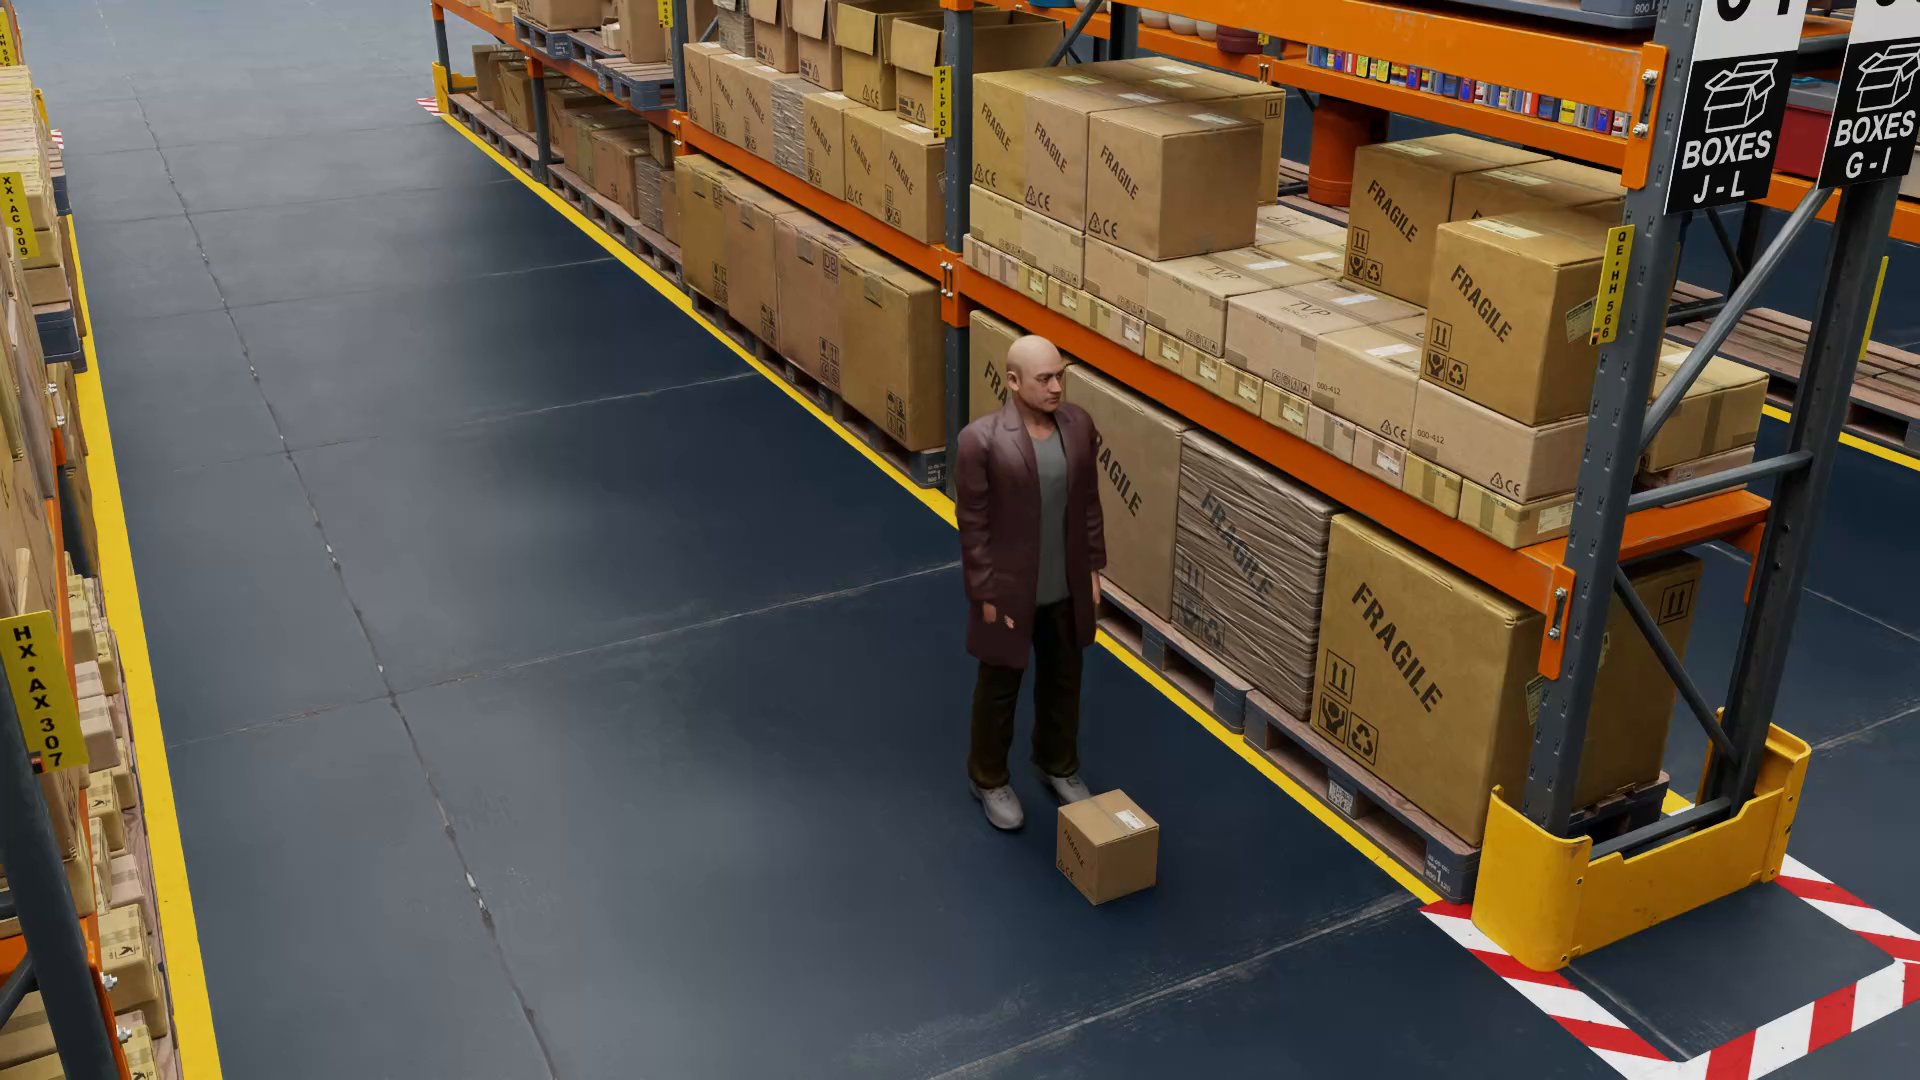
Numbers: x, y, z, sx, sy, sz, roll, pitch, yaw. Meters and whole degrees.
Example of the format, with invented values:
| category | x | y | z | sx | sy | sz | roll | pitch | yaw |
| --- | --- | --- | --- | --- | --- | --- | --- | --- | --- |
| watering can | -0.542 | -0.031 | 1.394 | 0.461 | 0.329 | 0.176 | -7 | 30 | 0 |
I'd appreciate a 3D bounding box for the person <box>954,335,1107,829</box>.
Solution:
| category | x | y | z | sx | sy | sz | roll | pitch | yaw |
| --- | --- | --- | --- | --- | --- | --- | --- | --- | --- |
| person | 0.271 | 0.161 | 5.776 | 0.560 | 1.782 | 0.396 | -12 | 28 | -24 |
